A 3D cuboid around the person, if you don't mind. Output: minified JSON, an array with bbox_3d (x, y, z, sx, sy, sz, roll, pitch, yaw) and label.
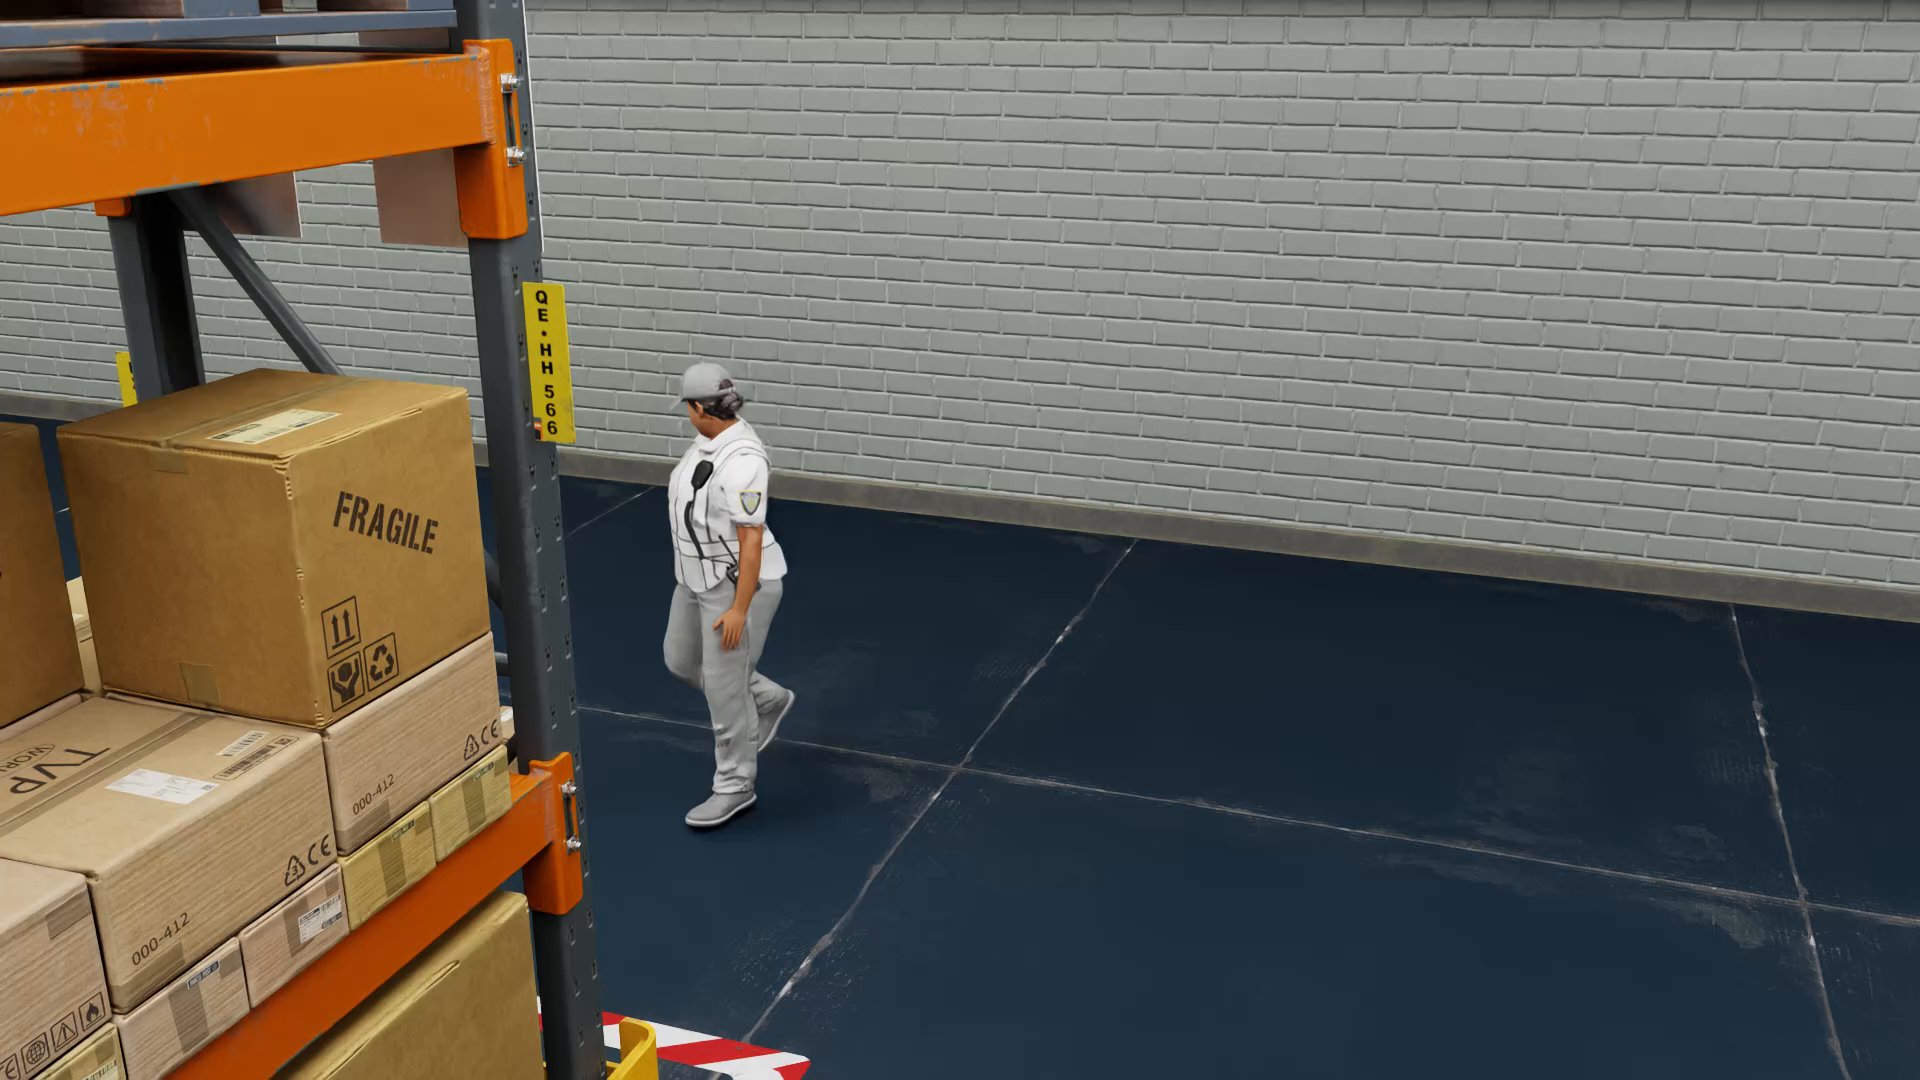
[{"bbox_3d":[-0.817,0.166,6.041,0.590,1.656,0.519,-11,22,-29],"label":"person"}]
